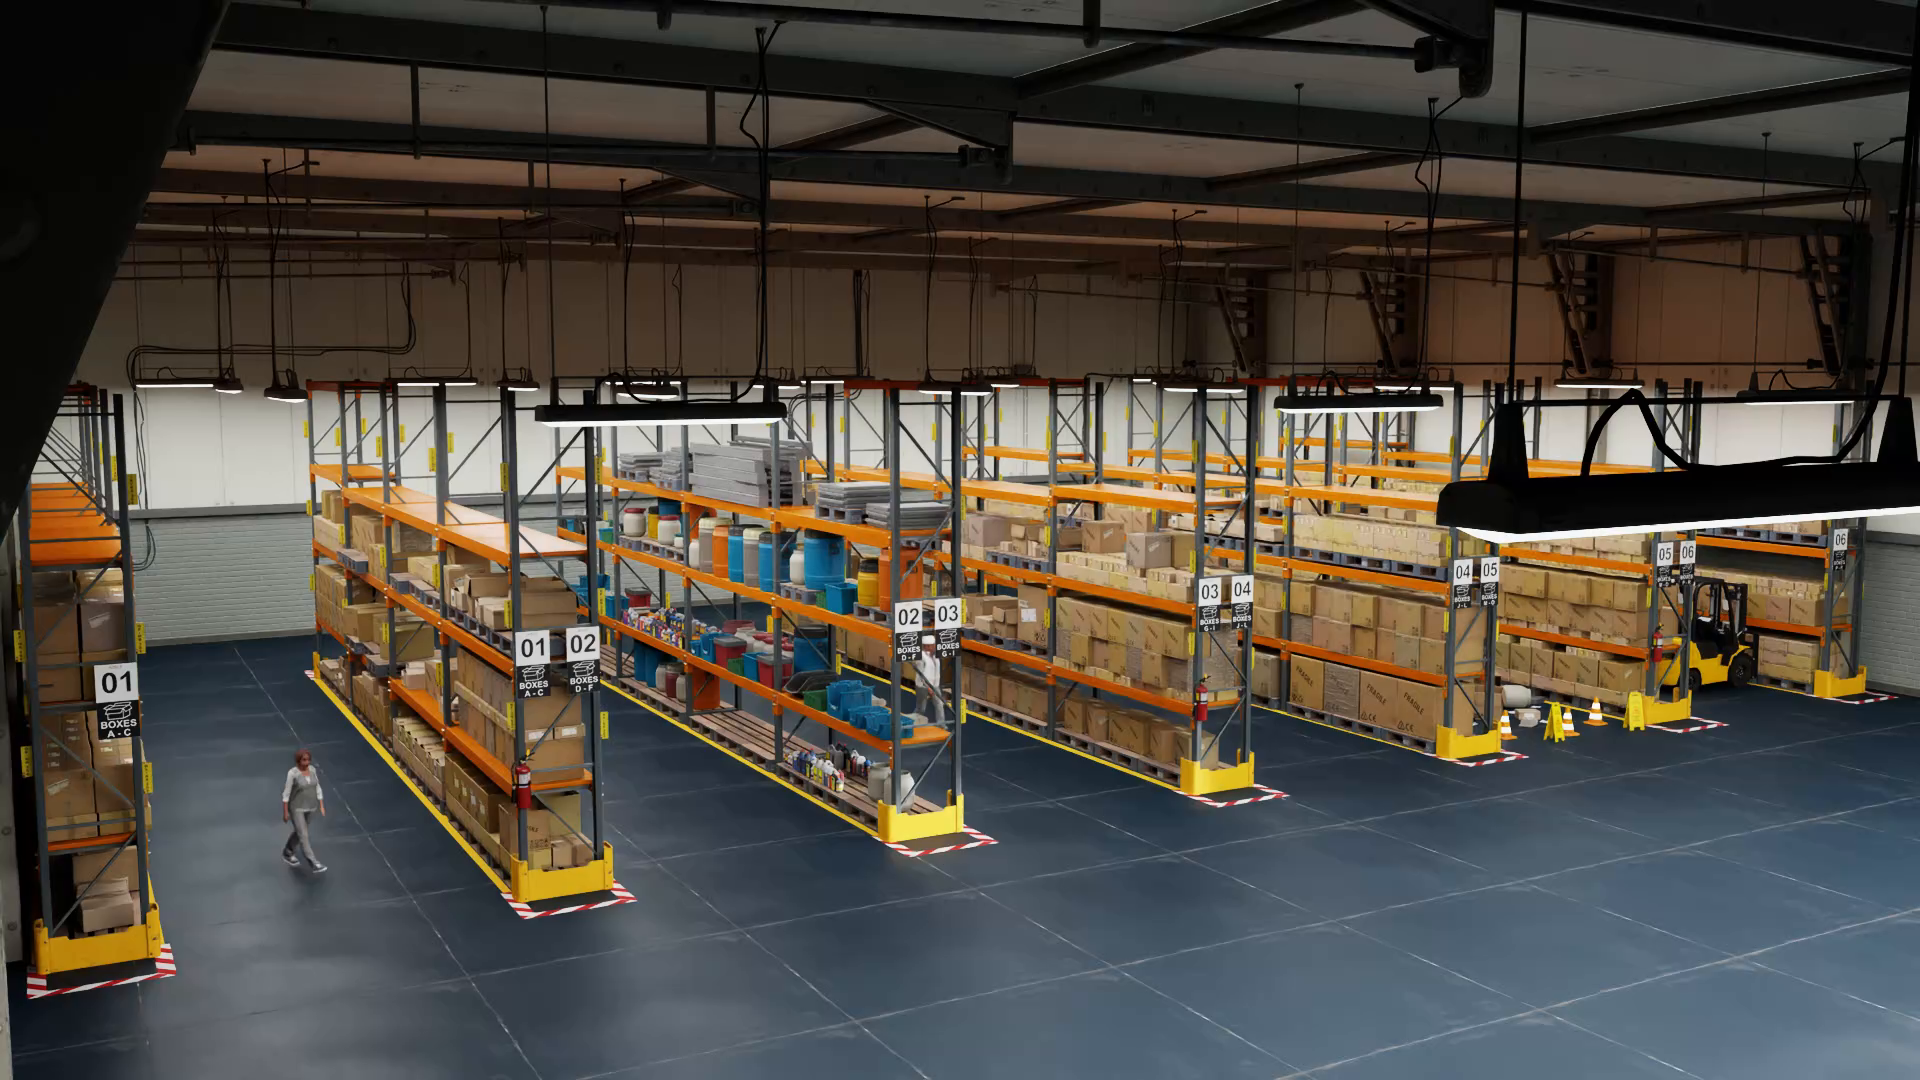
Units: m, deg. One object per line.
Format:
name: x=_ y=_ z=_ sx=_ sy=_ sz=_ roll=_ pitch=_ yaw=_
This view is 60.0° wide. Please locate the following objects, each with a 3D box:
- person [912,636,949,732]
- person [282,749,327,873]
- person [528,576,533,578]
person: x=-0.478 y=2.462 z=28.216 sx=0.537 sy=1.710 sz=1.015 roll=-6 pitch=8 yaw=-44
person: x=-8.126 y=3.350 z=20.656 sx=1.021 sy=1.533 sz=0.430 roll=3 pitch=7 yaw=27
person: x=-9.565 y=1.623 z=36.565 sx=0.558 sy=1.652 sz=0.716 roll=4 pitch=7 yaw=33
